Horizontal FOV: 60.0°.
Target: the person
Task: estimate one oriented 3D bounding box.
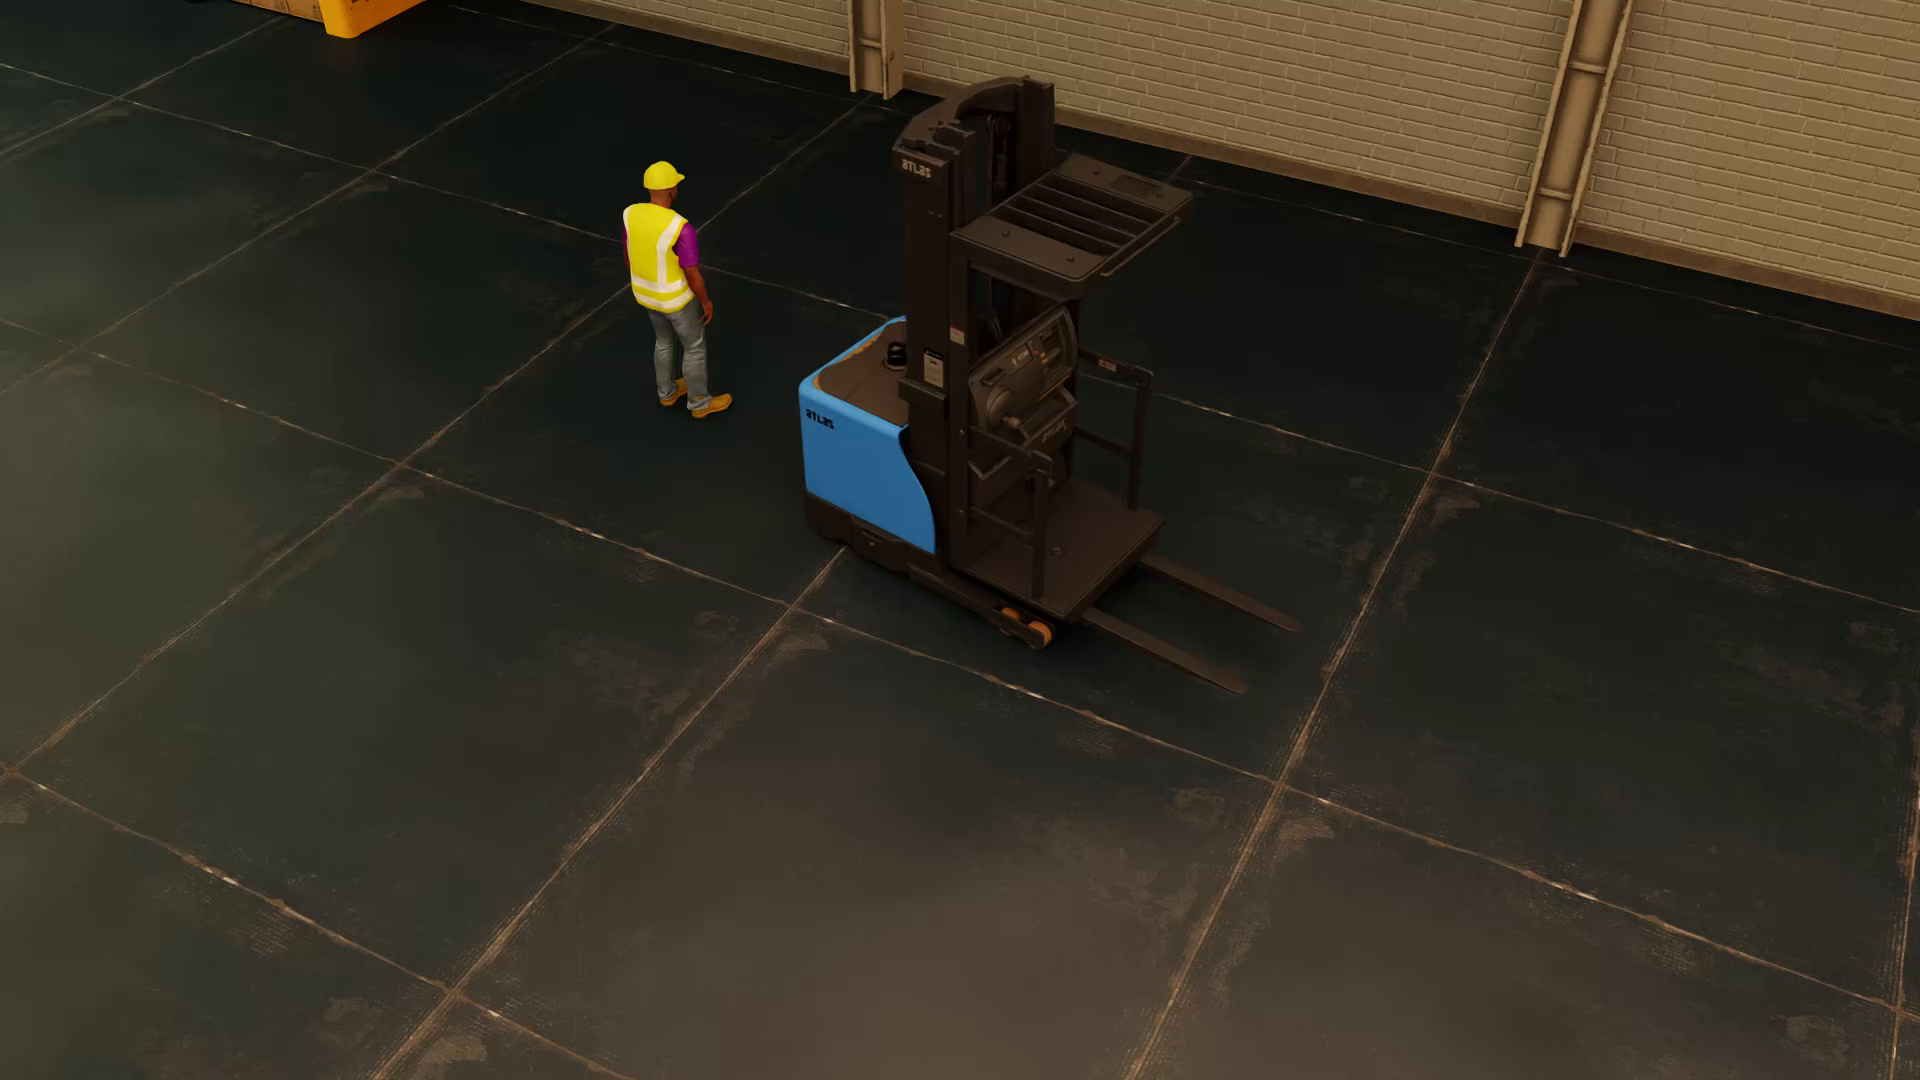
[{"bbox_3d":[-1.876,-1.620,10.822,0.630,1.759,0.460,23,45,25],"label":"person"}]

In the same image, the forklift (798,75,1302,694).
[{"bbox_3d":[0.518,-0.884,9.036,3.031,2.935,1.130,26,47,28],"label":"forklift"}]
